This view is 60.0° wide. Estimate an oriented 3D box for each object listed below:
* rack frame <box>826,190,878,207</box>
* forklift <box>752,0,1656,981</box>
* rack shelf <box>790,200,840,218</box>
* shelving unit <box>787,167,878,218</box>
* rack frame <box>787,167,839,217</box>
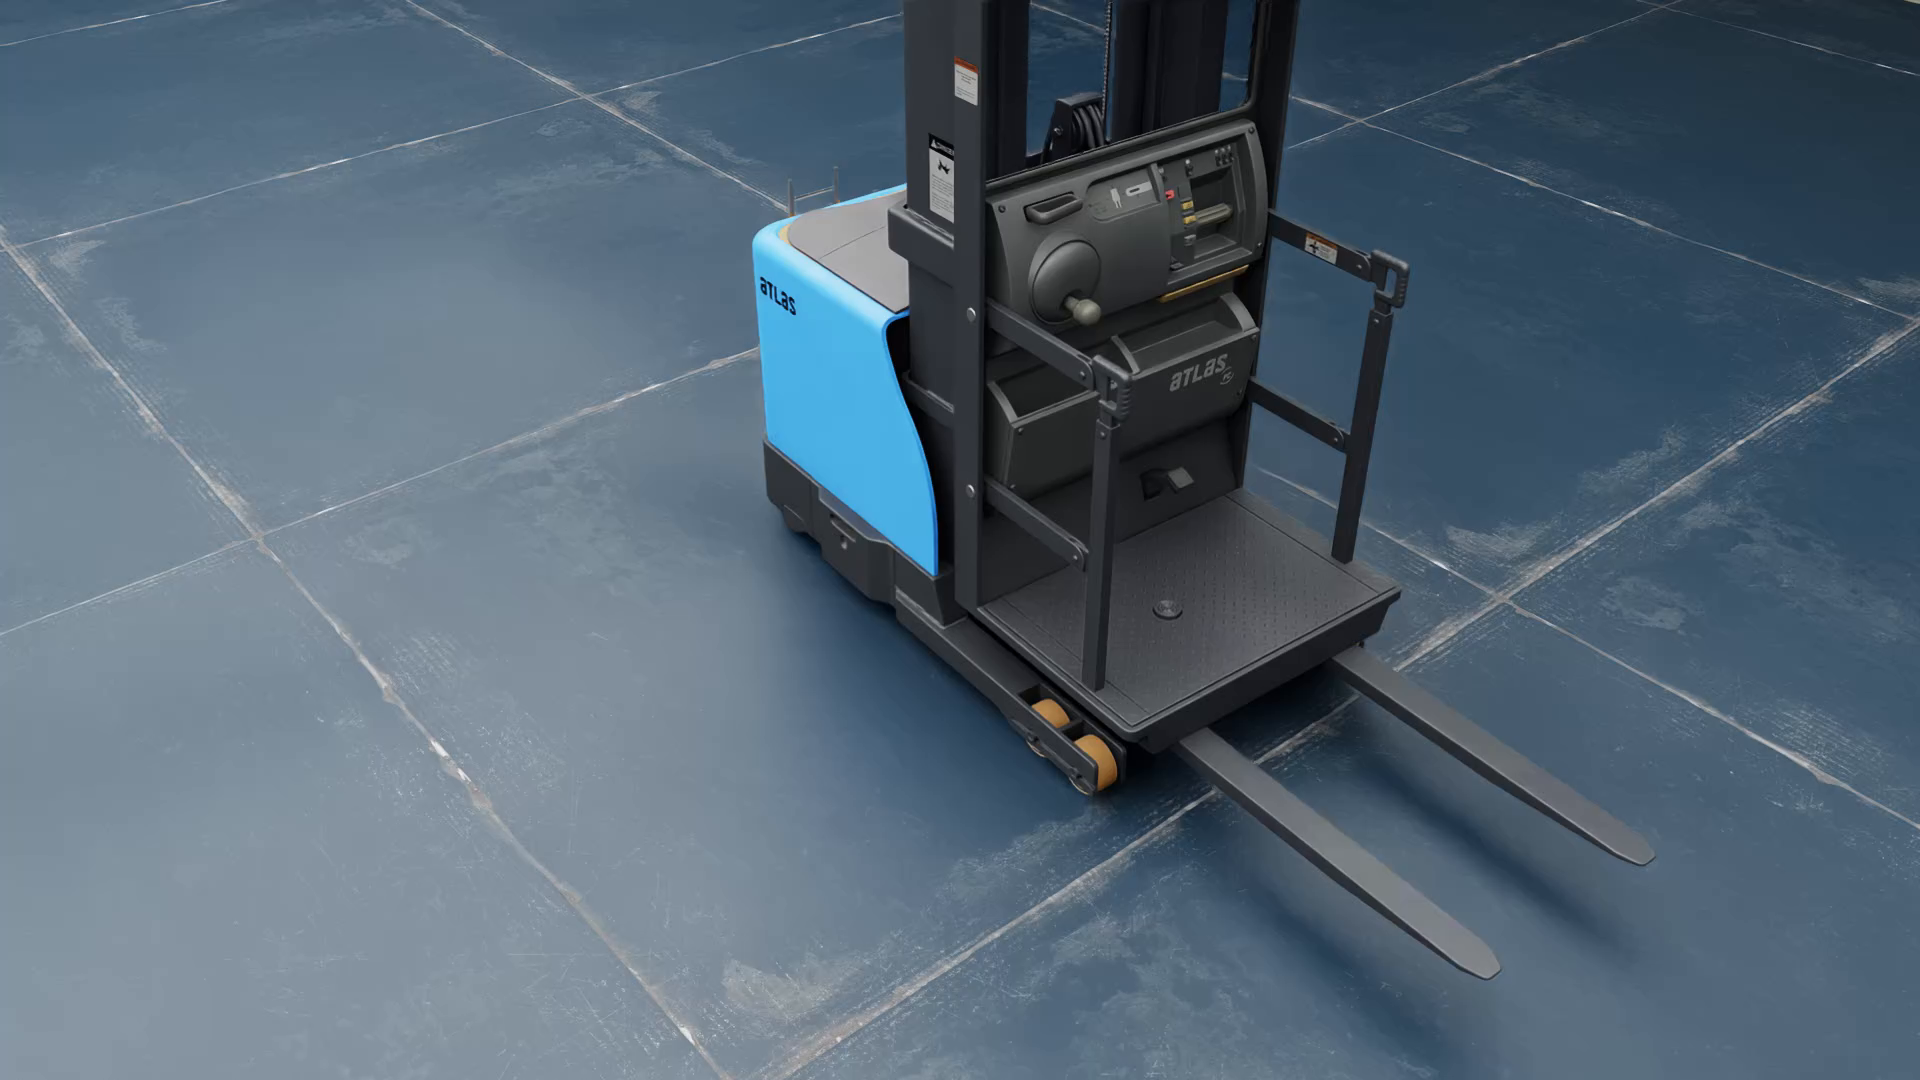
[{"bbox_3d":[-0.360,-0.715,5.851,0.200,1.050,0.008,-23,41,-29],"label":"rack frame"},{"bbox_3d":[0.602,-0.797,4.340,1.130,2.935,3.031,-23,41,-29],"label":"forklift"},{"bbox_3d":[-0.432,-0.995,5.773,0.215,0.259,0.240,-23,41,-29],"label":"rack shelf"},{"bbox_3d":[-0.432,-0.772,5.931,0.215,1.050,0.252,-23,41,-29],"label":"shelving unit"},{"bbox_3d":[-0.505,-0.828,6.011,0.200,1.050,0.008,-23,41,-29],"label":"rack frame"}]
